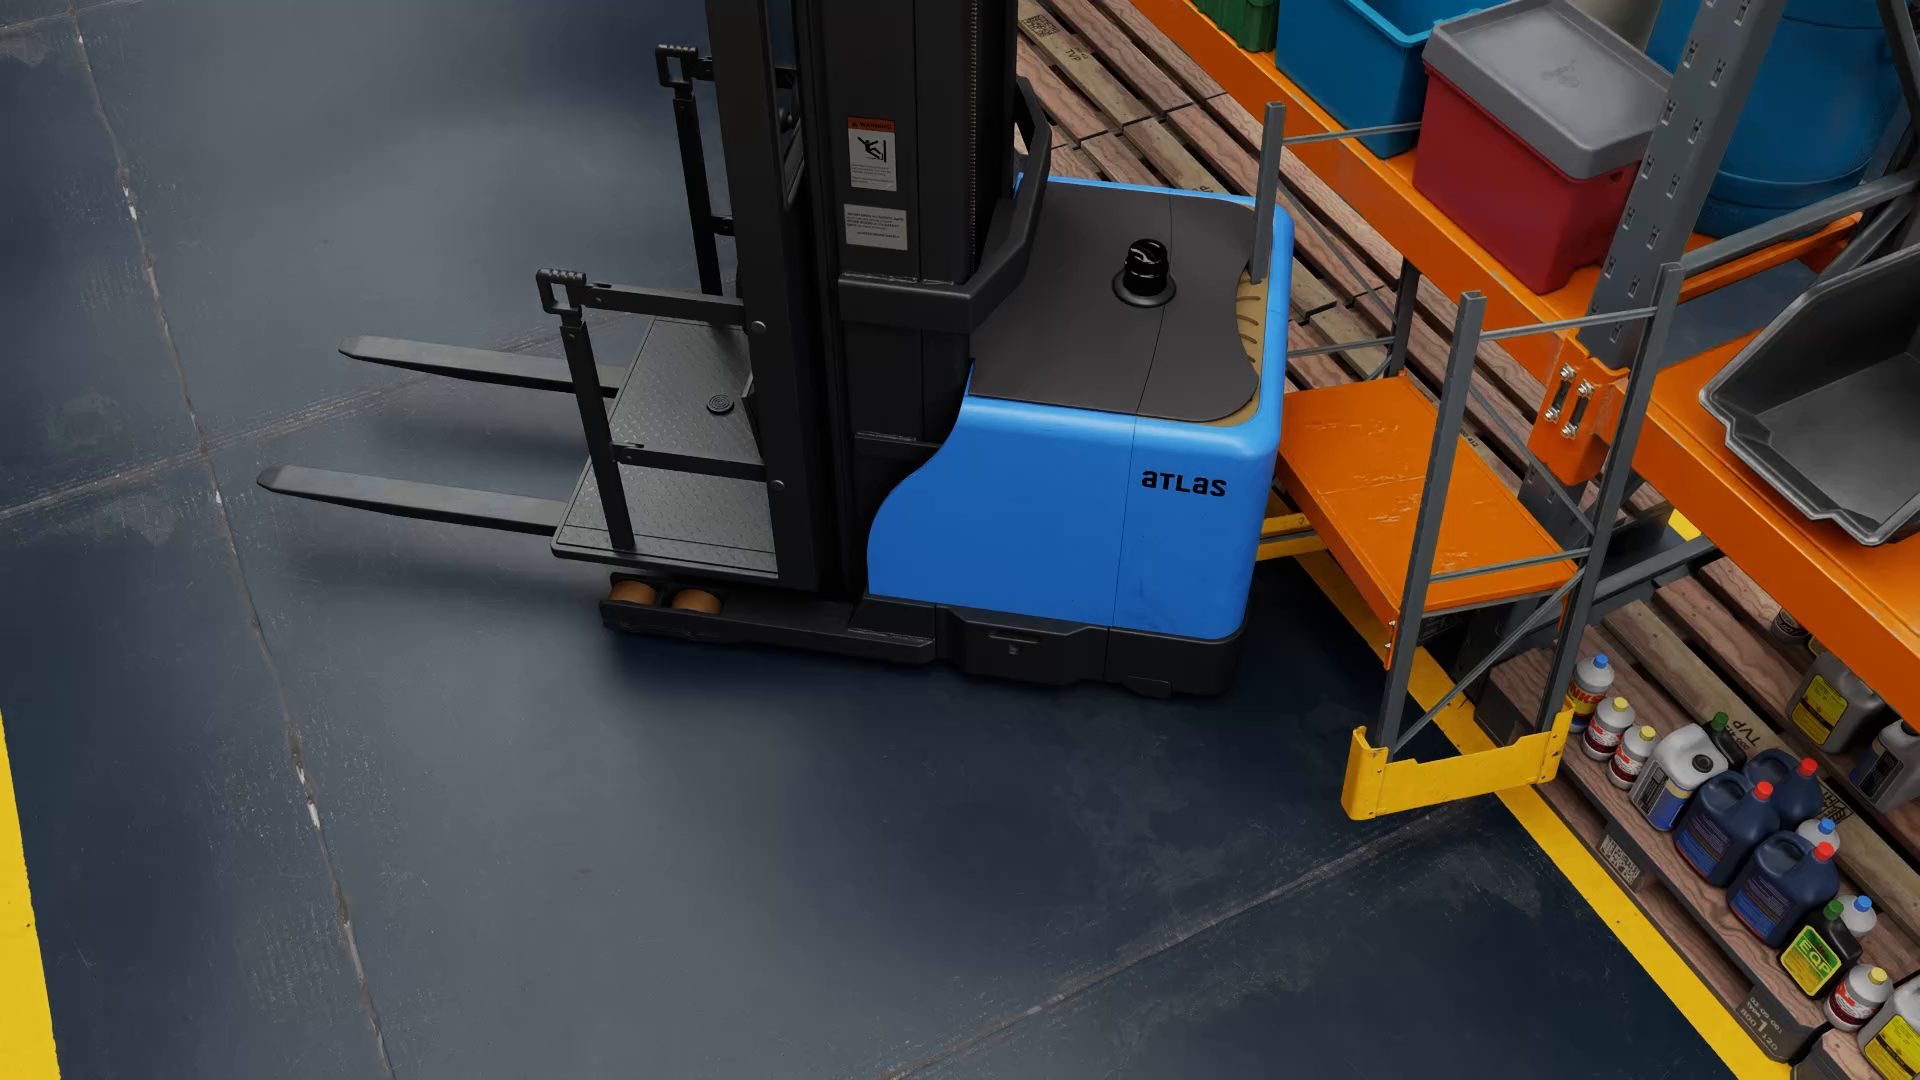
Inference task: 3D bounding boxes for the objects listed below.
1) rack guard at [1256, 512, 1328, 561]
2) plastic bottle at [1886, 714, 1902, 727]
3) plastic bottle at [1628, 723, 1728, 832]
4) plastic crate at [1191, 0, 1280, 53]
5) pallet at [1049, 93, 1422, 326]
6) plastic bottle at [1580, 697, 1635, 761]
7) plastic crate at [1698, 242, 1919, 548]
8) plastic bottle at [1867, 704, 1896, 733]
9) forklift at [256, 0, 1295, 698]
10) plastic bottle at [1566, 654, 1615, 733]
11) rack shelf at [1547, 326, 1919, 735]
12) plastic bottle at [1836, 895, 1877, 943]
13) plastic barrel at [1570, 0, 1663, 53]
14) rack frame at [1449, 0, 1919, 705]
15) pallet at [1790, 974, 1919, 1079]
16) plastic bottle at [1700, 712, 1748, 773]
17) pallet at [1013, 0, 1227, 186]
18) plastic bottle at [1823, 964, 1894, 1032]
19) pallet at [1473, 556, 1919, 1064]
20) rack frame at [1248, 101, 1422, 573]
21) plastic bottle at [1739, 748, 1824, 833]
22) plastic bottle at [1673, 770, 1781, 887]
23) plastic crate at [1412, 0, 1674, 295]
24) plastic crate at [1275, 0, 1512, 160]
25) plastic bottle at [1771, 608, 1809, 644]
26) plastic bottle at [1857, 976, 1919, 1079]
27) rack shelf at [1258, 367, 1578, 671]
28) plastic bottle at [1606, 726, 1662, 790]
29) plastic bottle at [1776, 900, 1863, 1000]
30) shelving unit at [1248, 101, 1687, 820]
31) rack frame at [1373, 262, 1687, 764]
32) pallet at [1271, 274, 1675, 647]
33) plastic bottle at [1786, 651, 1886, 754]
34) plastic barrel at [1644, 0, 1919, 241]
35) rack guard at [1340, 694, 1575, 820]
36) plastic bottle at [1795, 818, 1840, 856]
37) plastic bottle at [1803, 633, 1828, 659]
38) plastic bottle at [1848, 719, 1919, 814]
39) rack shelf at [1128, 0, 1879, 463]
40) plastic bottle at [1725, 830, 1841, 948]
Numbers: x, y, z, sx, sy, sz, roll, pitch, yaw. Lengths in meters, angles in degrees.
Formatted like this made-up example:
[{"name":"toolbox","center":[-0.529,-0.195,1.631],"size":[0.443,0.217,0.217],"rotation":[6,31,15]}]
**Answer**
[{"name":"rack guard","center":[1.026,-0.031,5.034],"size":[0.587,0.250,0.087],"rotation":[-9,38,-11]},{"name":"plastic bottle","center":[2.554,0.467,4.316],"size":[0.144,0.351,0.185],"rotation":[-24,53,-19]},{"name":"plastic bottle","center":[1.843,0.603,4.247],"size":[0.152,0.276,0.135],"rotation":[-19,52,-16]},{"name":"plastic crate","center":[0.867,-1.719,4.901],"size":[0.450,0.188,0.662],"rotation":[-21,52,-18]},{"name":"pallet","center":[0.959,-1.132,6.100],"size":[1.003,0.211,1.213],"rotation":[-21,52,-18]},{"name":"plastic bottle","center":[1.718,0.489,4.397],"size":[0.097,0.201,0.097],"rotation":[0,49,0]},{"name":"plastic crate","center":[2.042,-0.305,3.566],"size":[0.767,0.338,0.504],"rotation":[-21,52,-18]},{"name":"plastic bottle","center":[2.466,0.339,4.428],"size":[0.144,0.351,0.185],"rotation":[-22,53,-18]},{"name":"forklift","center":[-0.616,-1.046,4.218],"size":[3.031,2.935,1.130],"rotation":[7,49,6]},{"name":"plastic bottle","center":[1.671,0.398,4.430],"size":[0.097,0.271,0.097],"rotation":[0,49,0]},{"name":"rack shelf","center":[2.830,0.855,2.987],"size":[1.077,0.370,4.000],"rotation":[-21,52,-18]},{"name":"plastic bottle","center":[2.103,0.928,3.965],"size":[0.097,0.271,0.097],"rotation":[0,49,0]},{"name":"plastic barrel","center":[1.672,-1.481,4.462],"size":[0.433,0.535,0.433],"rotation":[0,49,0]},{"name":"rack frame","center":[1.915,-0.720,3.887],"size":[1.000,3.000,0.127],"rotation":[-21,52,-18]},{"name":"pallet","center":[2.748,1.479,3.816],"size":[1.003,0.211,1.213],"rotation":[-21,52,-18]},{"name":"plastic bottle","center":[1.938,0.564,4.277],"size":[0.061,0.283,0.133],"rotation":[-21,52,-18]},{"name":"pallet","center":[0.405,-1.947,6.813],"size":[1.003,0.211,1.213],"rotation":[-21,52,-18]},{"name":"plastic bottle","center":[2.111,1.063,3.894],"size":[0.097,0.201,0.097],"rotation":[0,49,0]},{"name":"pallet","center":[2.185,0.662,4.531],"size":[1.003,0.211,1.213],"rotation":[-21,52,-18]},{"name":"rack frame","center":[1.020,-0.529,4.658],"size":[0.500,1.500,0.032],"rotation":[-9,38,-11]},{"name":"plastic bottle","center":[2.044,0.641,4.164],"size":[0.144,0.351,0.185],"rotation":[-21,52,-18]},{"name":"plastic bottle","center":[1.916,0.690,4.121],"size":[0.144,0.351,0.185],"rotation":[-20,52,-17]},{"name":"plastic crate","center":[1.422,-0.960,4.054],"size":[0.402,0.464,0.583],"rotation":[-21,52,-18]},{"name":"plastic crate","center":[1.134,-1.346,4.445],"size":[0.392,0.384,0.575],"rotation":[-21,52,-18]},{"name":"plastic bottle","center":[2.358,0.192,4.656],"size":[0.097,0.201,0.097],"rotation":[0,49,0]},{"name":"plastic bottle","center":[2.196,1.101,3.762],"size":[0.144,0.351,0.185],"rotation":[-22,52,-18]},{"name":"rack shelf","center":[1.148,-0.090,4.373],"size":[0.538,0.185,1.000],"rotation":[-9,38,-11]},{"name":"plastic bottle","center":[1.764,0.557,4.337],"size":[0.097,0.201,0.097],"rotation":[0,49,0]},{"name":"plastic bottle","center":[2.040,0.964,3.927],"size":[0.061,0.283,0.133],"rotation":[-19,52,-16]},{"name":"shelving unit","center":[1.144,-0.238,4.272],"size":[0.587,1.500,1.083],"rotation":[-9,38,-11]},{"name":"rack frame","center":[1.273,0.064,3.871],"size":[0.500,1.500,0.032],"rotation":[-9,38,-11]},{"name":"pallet","center":[1.521,-0.314,5.385],"size":[1.003,0.211,1.213],"rotation":[-21,52,-18]},{"name":"plastic bottle","center":[2.338,0.389,4.385],"size":[0.144,0.351,0.185],"rotation":[-21,52,-18]},{"name":"plastic barrel","center":[2.008,-1.248,4.016],"size":[0.600,0.901,0.708],"rotation":[-21,52,-18]},{"name":"rack guard","center":[1.274,0.550,4.264],"size":[0.587,0.250,0.087],"rotation":[-9,38,-11]},{"name":"plastic bottle","center":[2.089,0.772,4.102],"size":[0.097,0.271,0.097],"rotation":[0,49,0]},{"name":"plastic bottle","center":[2.429,0.238,4.562],"size":[0.061,0.283,0.133],"rotation":[-19,51,-16]},{"name":"plastic bottle","center":[2.434,0.560,4.285],"size":[0.152,0.276,0.135],"rotation":[-21,52,-18]},{"name":"rack shelf","center":[1.000,-1.822,5.328],"size":[1.077,0.370,4.000],"rotation":[-21,52,-18]},{"name":"plastic bottle","center":[2.002,0.817,4.010],"size":[0.144,0.351,0.185],"rotation":[-23,53,-19]}]
